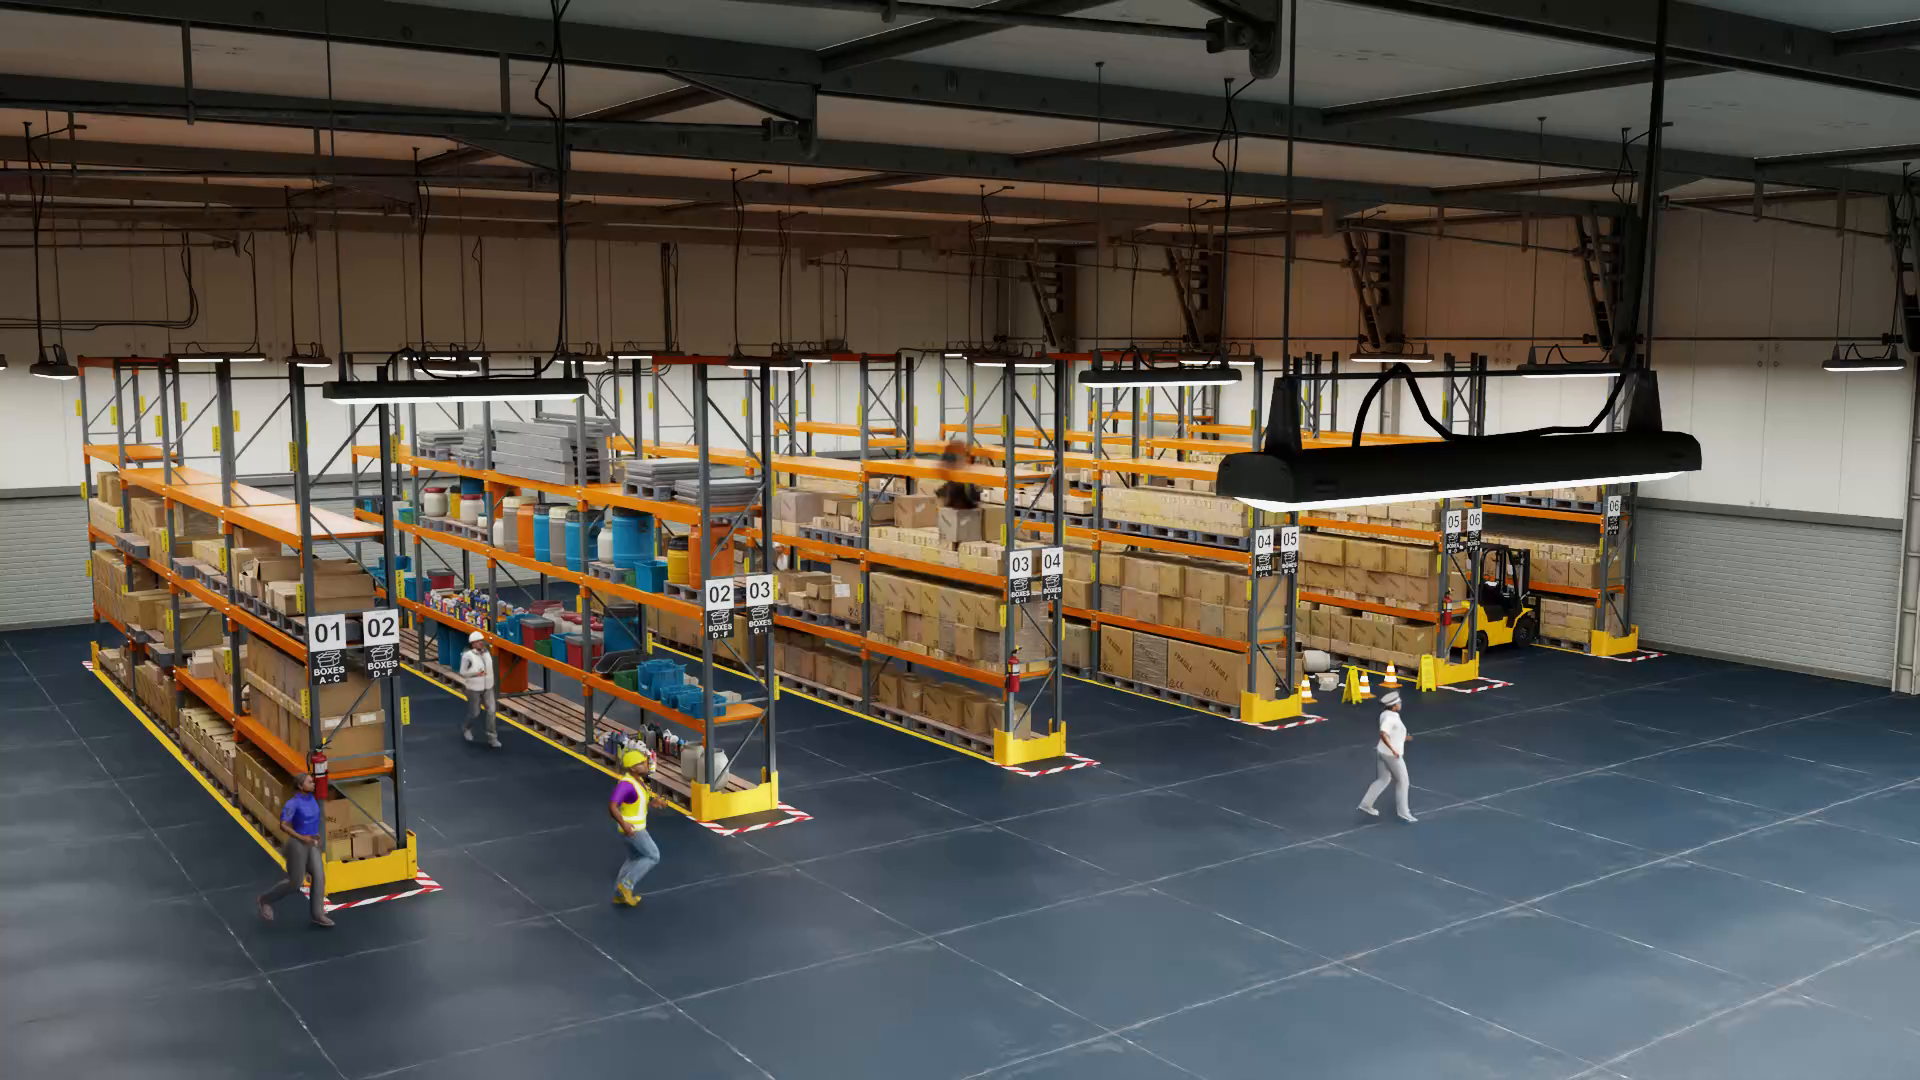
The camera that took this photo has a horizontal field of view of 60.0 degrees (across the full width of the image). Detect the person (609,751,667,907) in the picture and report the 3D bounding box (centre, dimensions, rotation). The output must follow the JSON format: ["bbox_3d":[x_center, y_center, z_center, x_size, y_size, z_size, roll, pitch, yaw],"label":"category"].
[{"bbox_3d":[-3.600,3.212,18.620,0.628,1.732,0.674,-1,7,-9],"label":"person"}]

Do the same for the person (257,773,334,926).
[{"bbox_3d":[-7.138,3.337,18.098,0.885,1.612,0.650,2,7,13],"label":"person"}]

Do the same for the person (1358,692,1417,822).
[{"bbox_3d":[5.653,2.848,21.842,0.736,1.744,0.583,-1,7,-6],"label":"person"}]

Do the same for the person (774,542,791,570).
[{"bbox_3d":[-4.087,0.908,37.646,0.658,1.738,0.597,-5,9,-36],"label":"person"}]

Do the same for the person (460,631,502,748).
[{"bbox_3d":[-7.446,2.297,25.795,0.906,1.767,0.661,7,10,44],"label":"person"}]
